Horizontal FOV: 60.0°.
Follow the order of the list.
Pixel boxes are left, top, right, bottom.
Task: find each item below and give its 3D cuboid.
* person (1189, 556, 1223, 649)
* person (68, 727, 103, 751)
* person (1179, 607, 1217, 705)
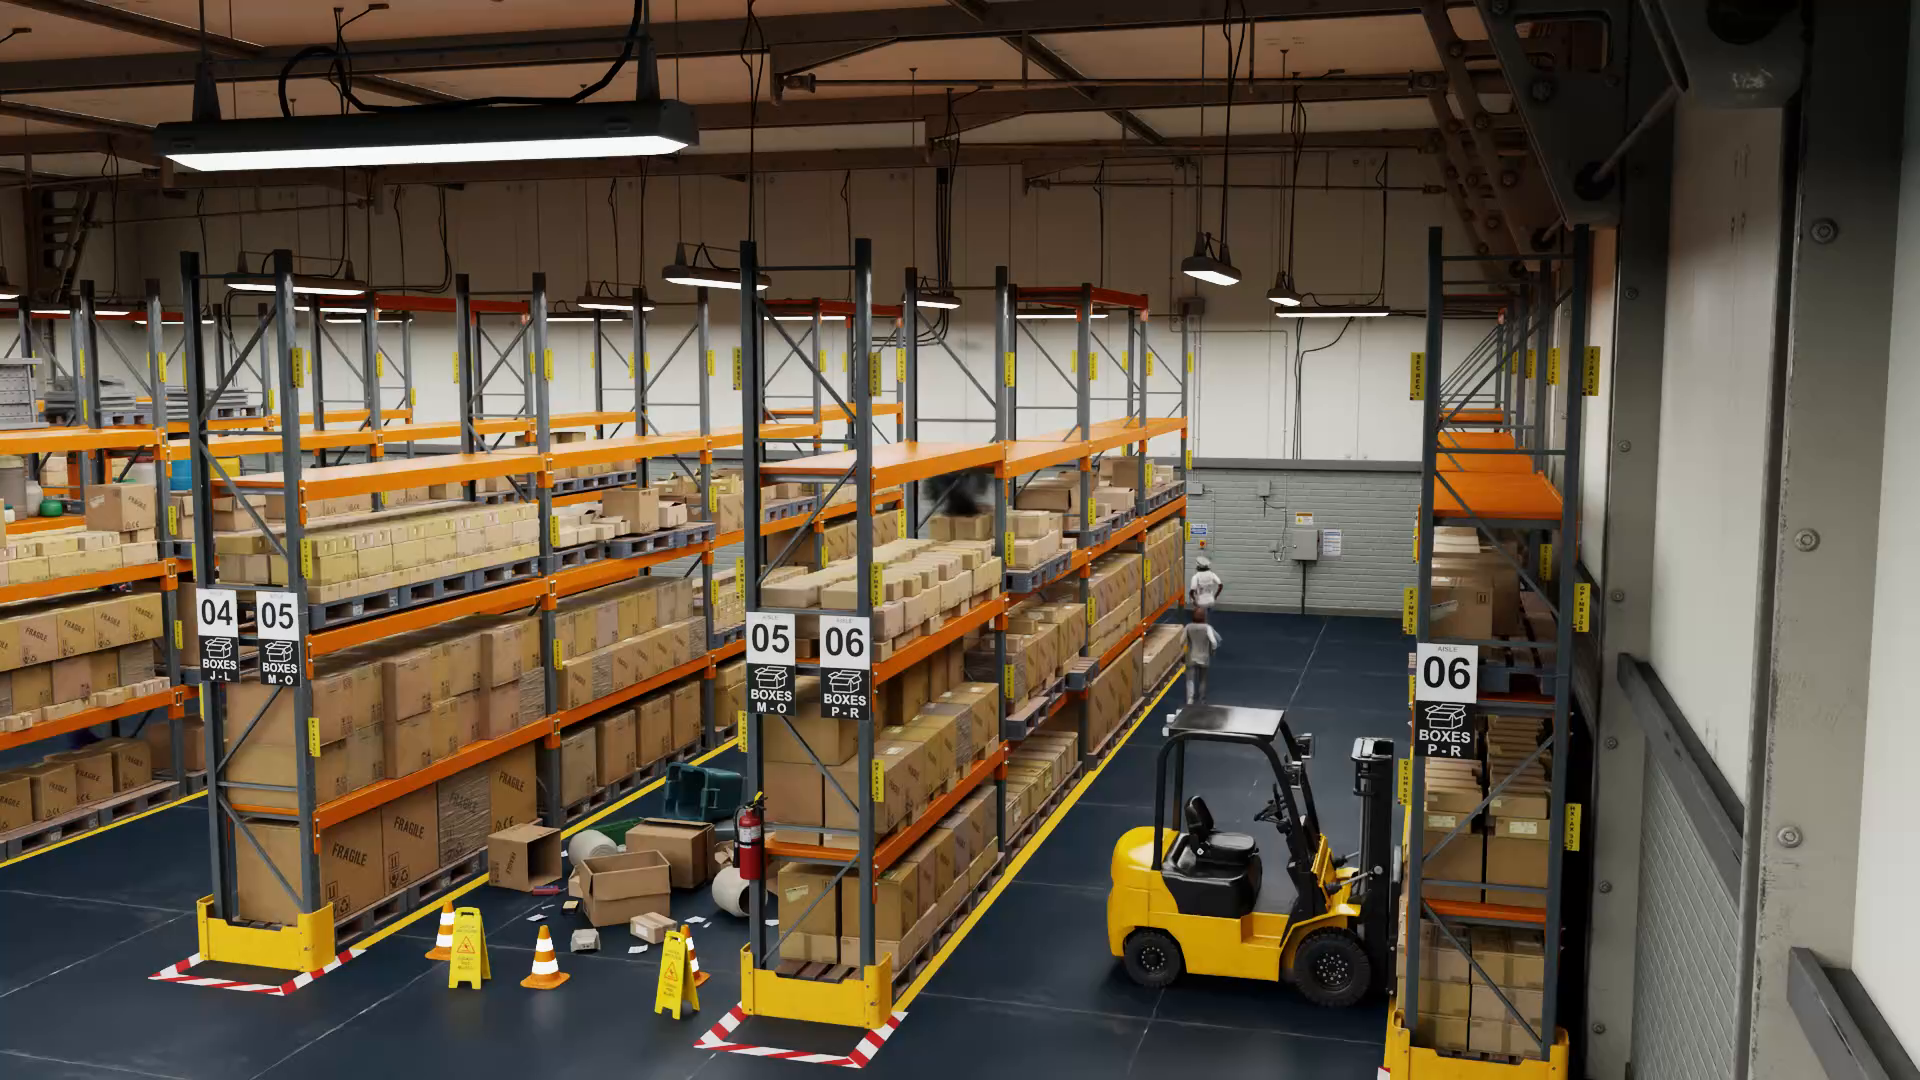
[{"bbox_3d":[4.243,1.126,28.847,0.606,1.686,0.746,-4,8,-32],"label":"person"},{"bbox_3d":[-10.868,2.040,20.528,0.607,1.632,0.941,2,7,15],"label":"person"},{"bbox_3d":[3.392,1.739,23.691,0.548,1.555,0.791,1,7,12],"label":"person"}]
